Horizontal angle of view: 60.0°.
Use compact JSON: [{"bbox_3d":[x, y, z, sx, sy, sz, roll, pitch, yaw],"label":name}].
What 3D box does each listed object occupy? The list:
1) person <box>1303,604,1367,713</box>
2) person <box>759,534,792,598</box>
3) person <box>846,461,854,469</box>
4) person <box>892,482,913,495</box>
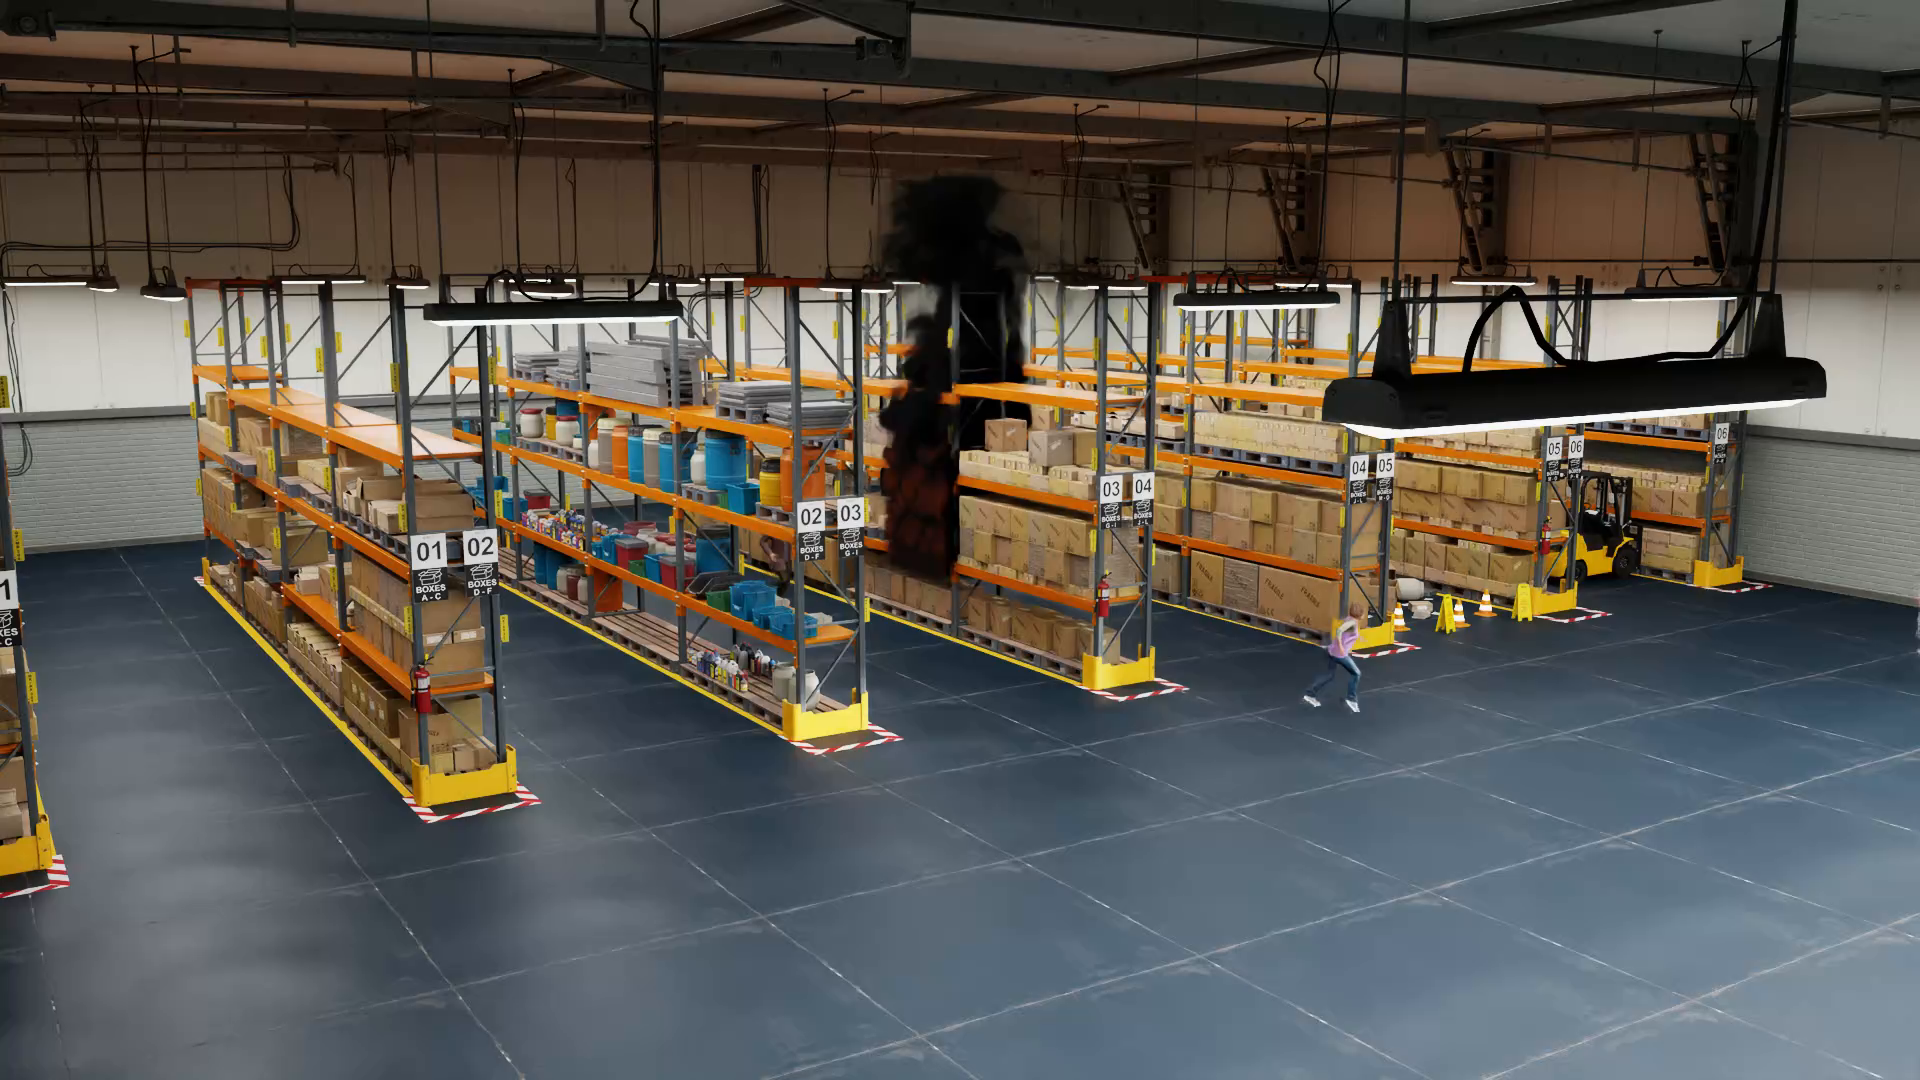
[{"bbox_3d":[5.304,1.679,23.465,0.871,1.591,0.555,0,10,3],"label":"person"},{"bbox_3d":[-3.246,0.388,30.417,0.680,1.751,0.696,-9,13,-44],"label":"person"},{"bbox_3d":[-2.730,-1.448,41.678,0.639,1.664,0.569,8,12,38],"label":"person"},{"bbox_3d":[-1.463,-1.579,42.563,0.721,1.645,0.506,-8,12,-38],"label":"person"}]
